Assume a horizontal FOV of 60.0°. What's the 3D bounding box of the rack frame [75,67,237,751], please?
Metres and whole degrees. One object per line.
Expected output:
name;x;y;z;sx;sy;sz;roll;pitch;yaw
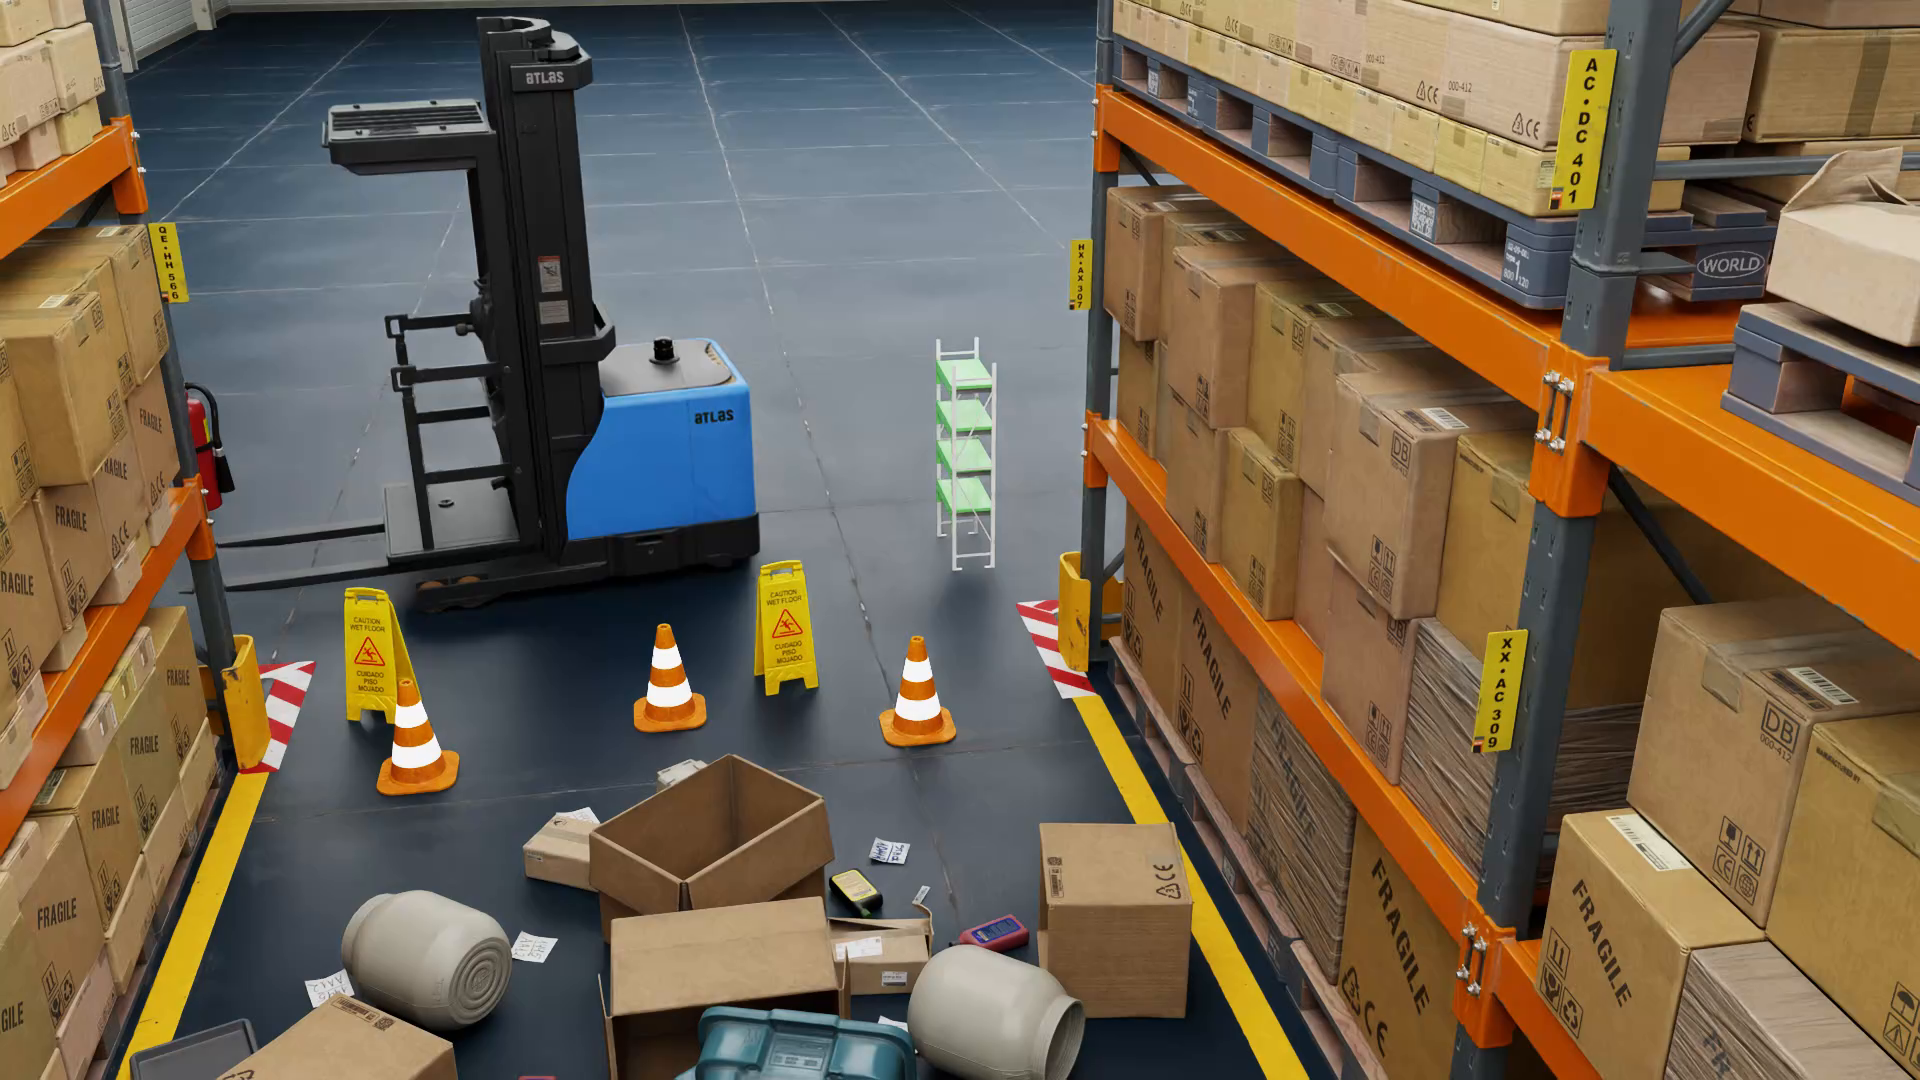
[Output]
rack frame;-3.747;-0.411;6.943;1.000;3.000;0.127;-4;24;-10

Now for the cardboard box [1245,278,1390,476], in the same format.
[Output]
cardboard box;1.518;-0.593;5.824;0.875;0.550;0.500;-4;24;-10

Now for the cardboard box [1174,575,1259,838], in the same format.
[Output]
cardboard box;1.454;0.572;6.823;0.875;0.875;0.875;-5;24;-11

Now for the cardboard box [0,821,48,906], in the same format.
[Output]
cardboard box;-2.965;0.976;4.932;0.380;0.149;0.250;-3;24;-7

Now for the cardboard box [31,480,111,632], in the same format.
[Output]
cardboard box;-3.199;-0.006;5.519;0.500;0.500;0.500;-4;24;-10

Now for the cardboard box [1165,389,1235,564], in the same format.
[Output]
cardboard box;1.315;-0.299;6.499;0.875;0.550;0.550;-4;24;-10

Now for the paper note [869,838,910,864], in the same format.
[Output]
paper note;-0.287;1.270;6.805;0.144;0.017;0.142;4;24;9

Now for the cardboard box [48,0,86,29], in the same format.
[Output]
cardboard box;-3.394;-1.925;5.979;0.380;0.149;0.250;-4;24;-9

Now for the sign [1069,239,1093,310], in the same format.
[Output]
sign;0.552;-1.211;7.595;0.100;0.325;0.005;-4;24;-10

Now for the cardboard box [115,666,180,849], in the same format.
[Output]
cardboard box;-3.243;0.814;6.113;0.500;0.500;0.500;-3;24;-8

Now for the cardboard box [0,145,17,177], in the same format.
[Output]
cardboard box;-3.331;-1.244;5.416;0.380;0.149;0.250;-4;24;-9

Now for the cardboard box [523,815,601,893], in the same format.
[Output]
cardboard box;-1.520;1.261;6.676;0.380;0.149;0.250;8;25;18

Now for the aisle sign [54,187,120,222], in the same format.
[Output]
aisle sign;-3.474;-1.648;6.528;0.394;0.787;0.004;-4;24;-10

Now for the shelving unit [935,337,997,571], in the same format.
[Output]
shelving unit;0.031;-0.485;9.361;0.258;1.200;0.503;-4;24;-10

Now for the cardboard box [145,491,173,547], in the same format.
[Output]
cardboard box;-3.312;-0.073;6.484;0.380;0.149;0.250;-5;24;-10

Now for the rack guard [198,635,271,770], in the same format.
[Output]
rack guard;-3.733;0.764;7.375;1.175;0.500;0.348;-4;24;-10

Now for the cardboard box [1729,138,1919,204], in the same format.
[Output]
cardboard box;2.105;-0.910;4.002;0.380;0.149;0.250;-5;24;-11

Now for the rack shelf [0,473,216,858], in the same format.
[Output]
rack shelf;-3.377;0.705;5.286;1.077;0.370;4.000;-4;24;-10

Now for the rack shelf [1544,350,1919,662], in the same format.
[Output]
rack shelf;2.208;0.498;2.013;1.077;0.370;4.000;-4;24;-10

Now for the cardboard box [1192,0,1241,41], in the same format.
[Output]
cardboard box;1.125;-1.891;5.750;0.500;0.250;0.500;-4;24;-10

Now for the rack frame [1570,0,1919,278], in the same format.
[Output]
rack frame;1.838;-1.993;3.070;1.000;3.000;0.127;-4;24;-10

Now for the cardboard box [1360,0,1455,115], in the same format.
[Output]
cardboard box;1.402;-1.298;4.392;0.500;0.250;0.500;-4;24;-10

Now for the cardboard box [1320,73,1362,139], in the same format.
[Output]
cardboard box;1.269;-1.261;4.805;0.380;0.149;0.250;-4;24;-9

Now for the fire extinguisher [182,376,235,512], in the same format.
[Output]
fire extinguisher;-3.315;-0.455;7.140;0.296;0.674;0.183;-4;24;-10

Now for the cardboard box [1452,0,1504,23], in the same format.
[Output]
cardboard box;1.411;-1.327;3.960;0.380;0.149;0.250;-4;24;-10

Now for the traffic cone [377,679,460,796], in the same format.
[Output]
traffic cone;-2.400;0.825;7.282;0.336;0.463;0.334;-4;24;-10

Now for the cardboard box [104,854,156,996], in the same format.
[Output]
cardboard box;-3.143;1.364;5.789;0.500;0.250;0.500;-5;24;-12

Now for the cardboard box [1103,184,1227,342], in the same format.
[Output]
cardboard box;1.129;-1.232;7.286;0.875;0.550;0.550;-4;24;-10

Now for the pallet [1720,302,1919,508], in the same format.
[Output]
pallet;2.056;-0.174;2.891;0.805;0.209;1.217;-5;24;-12

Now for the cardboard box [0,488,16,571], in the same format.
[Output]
cardboard box;-3.015;-0.069;4.415;0.700;0.500;0.500;-5;24;-11

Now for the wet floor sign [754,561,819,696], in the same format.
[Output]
wet floor sign;-0.852;0.397;8.035;0.267;0.644;0.232;-9;25;-19

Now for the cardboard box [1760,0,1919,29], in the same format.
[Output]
cardboard box;2.105;-1.275;3.842;0.380;0.149;0.250;-4;24;-9

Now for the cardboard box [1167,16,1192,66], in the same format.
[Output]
cardboard box;0.988;-1.858;6.173;0.380;0.149;0.250;-4;24;-9

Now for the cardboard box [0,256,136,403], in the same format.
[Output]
cardboard box;-3.352;-0.667;5.784;0.700;0.500;0.500;-4;24;-9

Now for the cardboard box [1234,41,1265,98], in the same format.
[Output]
cardboard box;1.128;-1.560;5.490;0.380;0.149;0.250;-4;24;-9

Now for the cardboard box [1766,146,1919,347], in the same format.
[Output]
cardboard box;1.705;-0.539;3.007;0.258;0.266;0.396;-5;24;-11

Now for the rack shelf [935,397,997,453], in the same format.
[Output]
rack shelf;0.031;-0.646;9.290;0.258;0.148;0.480;-4;24;-10

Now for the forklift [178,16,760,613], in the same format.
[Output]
forklift;-2.708;-1.191;8.815;3.031;2.935;1.130;-8;25;-18

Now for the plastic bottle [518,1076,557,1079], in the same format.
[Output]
plastic bottle;-1.403;1.863;5.409;0.133;0.061;0.283;0;24;-1

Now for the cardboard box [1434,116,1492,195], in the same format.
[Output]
cardboard box;1.410;-0.960;4.117;0.380;0.149;0.250;-4;24;-9

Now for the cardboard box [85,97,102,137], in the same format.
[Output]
cardboard box;-3.406;-1.551;6.119;0.380;0.149;0.250;-4;24;-10

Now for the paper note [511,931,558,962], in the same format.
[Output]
paper note;-1.606;1.525;6.235;0.148;0.019;0.142;4;24;9

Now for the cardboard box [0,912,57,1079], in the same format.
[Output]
cardboard box;-2.962;1.425;4.714;0.500;0.500;0.500;-3;24;-8

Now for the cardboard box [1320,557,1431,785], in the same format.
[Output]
cardboard box;1.635;0.329;5.062;0.875;0.550;0.550;-4;24;-10

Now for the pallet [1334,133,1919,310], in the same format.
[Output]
pallet;1.697;-0.900;4.427;1.003;0.211;1.213;-4;24;-10

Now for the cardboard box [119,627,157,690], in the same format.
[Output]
cardboard box;-3.209;0.451;6.133;0.380;0.149;0.250;-4;24;-8

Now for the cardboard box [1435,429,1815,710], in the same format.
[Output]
cardboard box;1.804;0.045;4.363;0.875;0.550;0.550;-4;24;-10

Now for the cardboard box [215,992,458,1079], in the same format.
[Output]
cardboard box;-1.868;1.785;5.036;0.500;0.500;0.500;13;27;27

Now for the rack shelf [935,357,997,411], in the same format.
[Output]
rack shelf;0.031;-0.866;9.194;0.258;0.148;0.480;-4;24;-10

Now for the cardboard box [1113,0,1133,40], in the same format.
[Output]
cardboard box;0.847;-2.156;6.856;0.380;0.149;0.250;-4;24;-9

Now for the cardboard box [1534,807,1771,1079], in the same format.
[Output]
cardboard box;1.671;0.937;3.732;0.500;0.500;0.500;-4;24;-9

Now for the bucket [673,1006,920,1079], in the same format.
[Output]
bucket;-0.452;1.677;4.354;0.726;0.611;0.620;4;34;9

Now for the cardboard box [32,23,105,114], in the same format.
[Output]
cardboard box;-3.388;-1.672;5.898;0.500;0.250;0.500;-5;24;-10

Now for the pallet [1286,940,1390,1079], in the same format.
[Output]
pallet;1.775;1.729;5.527;1.003;0.211;1.213;-4;24;-10

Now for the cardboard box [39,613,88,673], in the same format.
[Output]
cardboard box;-3.162;0.333;5.553;0.380;0.149;0.250;-5;24;-10
